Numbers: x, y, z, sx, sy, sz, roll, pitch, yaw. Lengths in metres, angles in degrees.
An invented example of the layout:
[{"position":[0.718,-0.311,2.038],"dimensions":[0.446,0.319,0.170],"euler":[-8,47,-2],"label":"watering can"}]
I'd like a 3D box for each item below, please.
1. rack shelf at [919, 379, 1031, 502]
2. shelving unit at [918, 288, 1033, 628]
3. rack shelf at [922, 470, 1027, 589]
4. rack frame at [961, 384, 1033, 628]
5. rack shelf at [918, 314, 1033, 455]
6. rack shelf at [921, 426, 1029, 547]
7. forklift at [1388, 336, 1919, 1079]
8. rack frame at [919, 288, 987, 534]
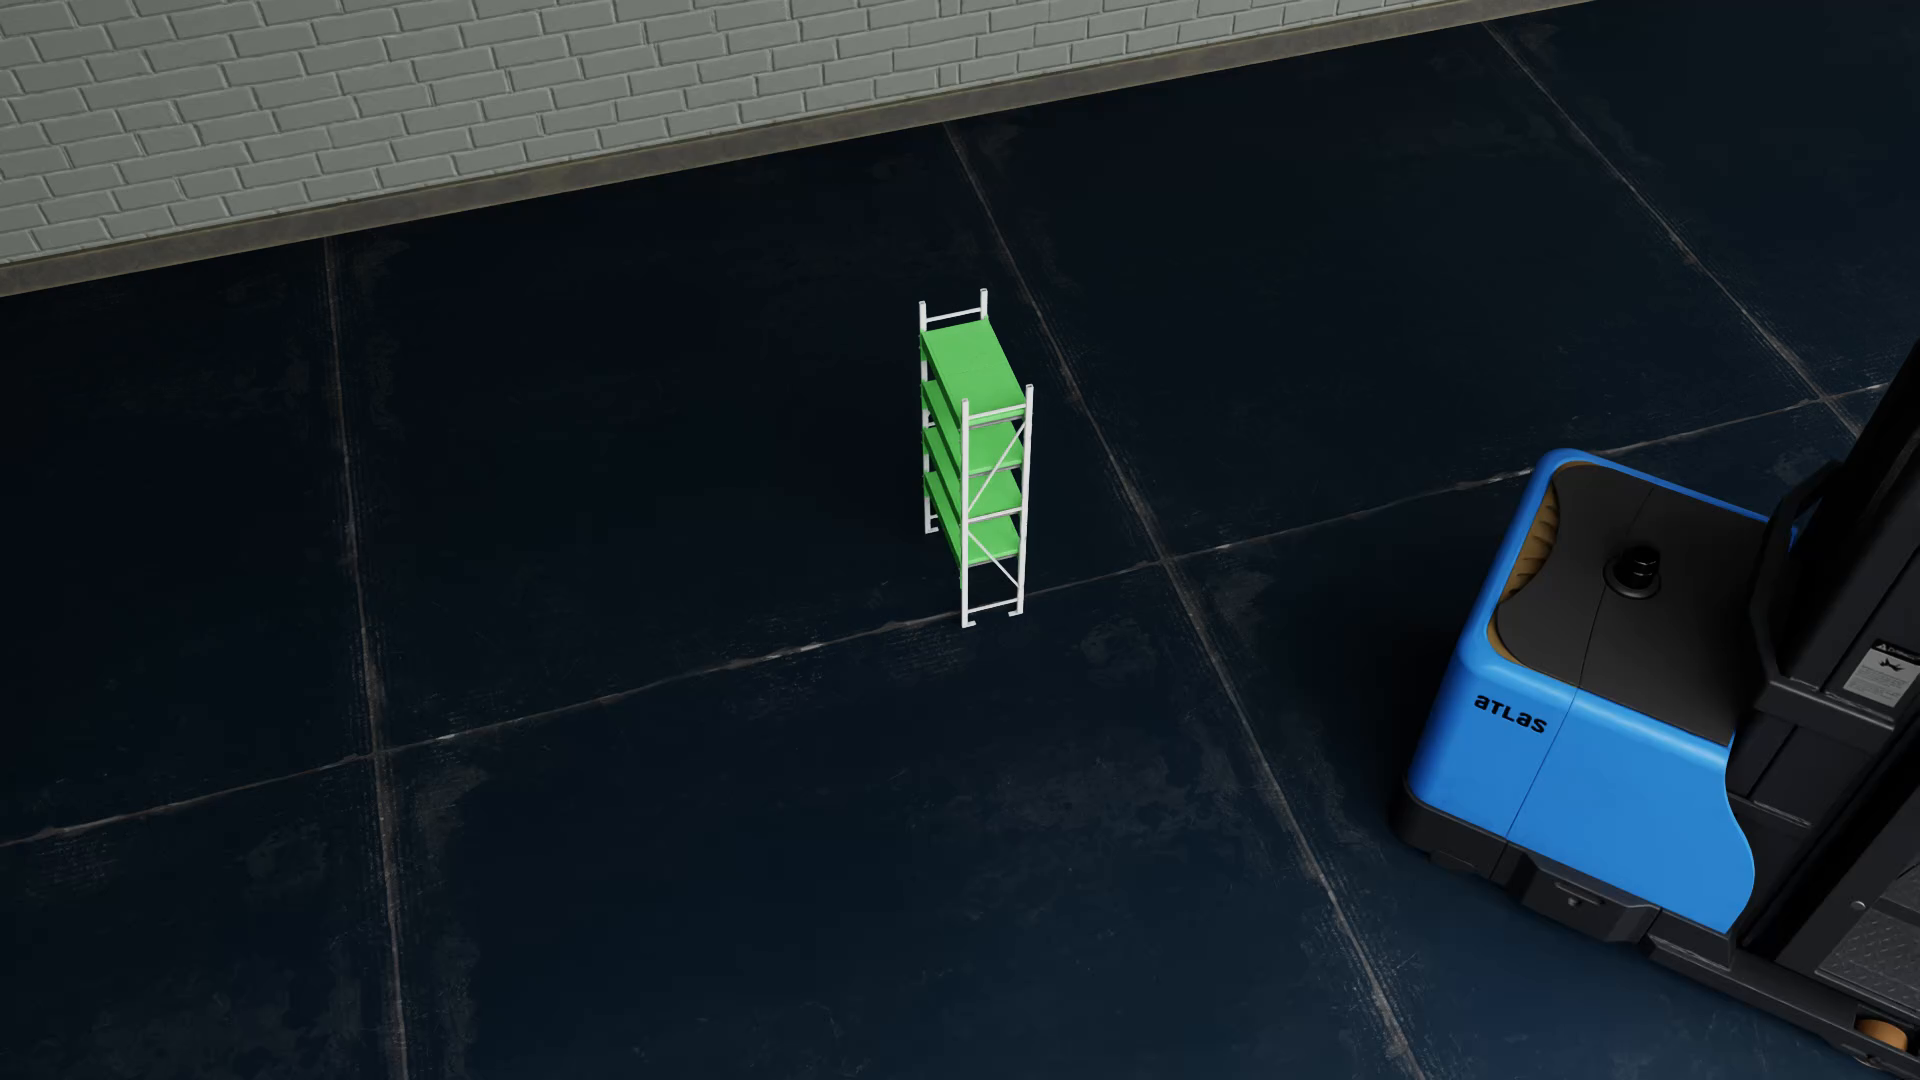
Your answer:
[{"position":[0.049,-0.379,5.844],"dimensions":[0.258,0.148,0.480],"euler":[-13,51,-11],"label":"rack shelf"},{"position":[0.049,-0.266,5.979],"dimensions":[0.258,1.200,0.503],"euler":[-13,51,-11],"label":"shelving unit"},{"position":[0.049,-0.070,6.211],"dimensions":[0.258,0.148,0.480],"euler":[-13,51,-11],"label":"rack shelf"},{"position":[0.121,-0.088,5.829],"dimensions":[0.240,1.200,0.015],"euler":[-13,51,-11],"label":"rack frame"},{"position":[0.049,-0.534,5.661],"dimensions":[0.258,0.148,0.480],"euler":[-13,51,-11],"label":"rack shelf"},{"position":[0.049,-0.225,6.028],"dimensions":[0.258,0.148,0.480],"euler":[-13,51,-11],"label":"rack shelf"},{"position":[2.996,0.294,4.375],"dimensions":[3.031,2.935,1.130],"euler":[23,54,18],"label":"forklift"},{"position":[-0.023,-0.444,6.129],"dimensions":[0.240,1.200,0.015],"euler":[-13,51,-11],"label":"rack frame"}]
